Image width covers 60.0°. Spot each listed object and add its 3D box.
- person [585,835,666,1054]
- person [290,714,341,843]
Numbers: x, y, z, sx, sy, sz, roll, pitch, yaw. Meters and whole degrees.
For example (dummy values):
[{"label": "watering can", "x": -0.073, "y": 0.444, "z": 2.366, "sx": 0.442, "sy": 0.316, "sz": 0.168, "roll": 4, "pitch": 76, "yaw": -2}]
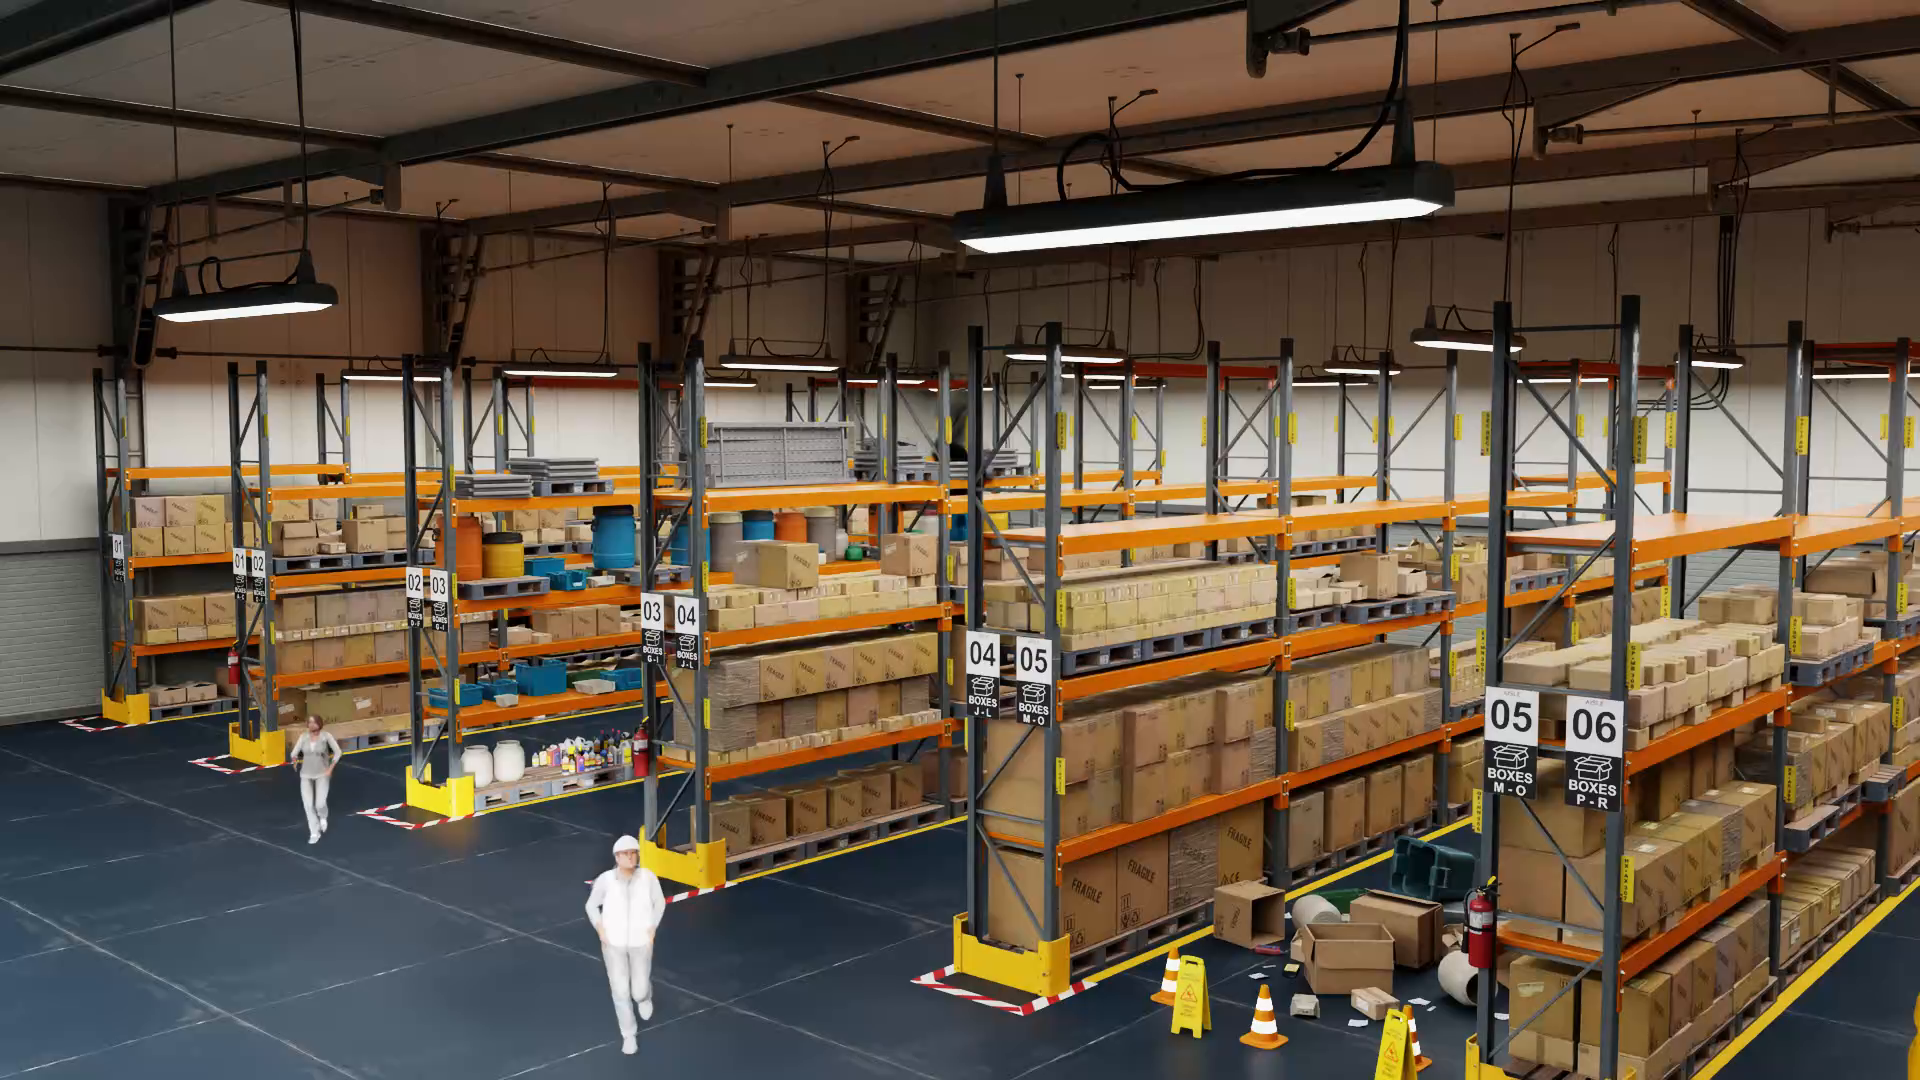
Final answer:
[{"label": "person", "x": -2.760, "y": 3.294, "z": 13.750, "sx": 0.657, "sy": 1.751, "sz": 0.652, "roll": -1, "pitch": 4, "yaw": -13}, {"label": "person", "x": -7.884, "y": 2.906, "z": 20.302, "sx": 0.570, "sy": 1.574, "sz": 0.557, "roll": 0, "pitch": 4, "yaw": -5}]
